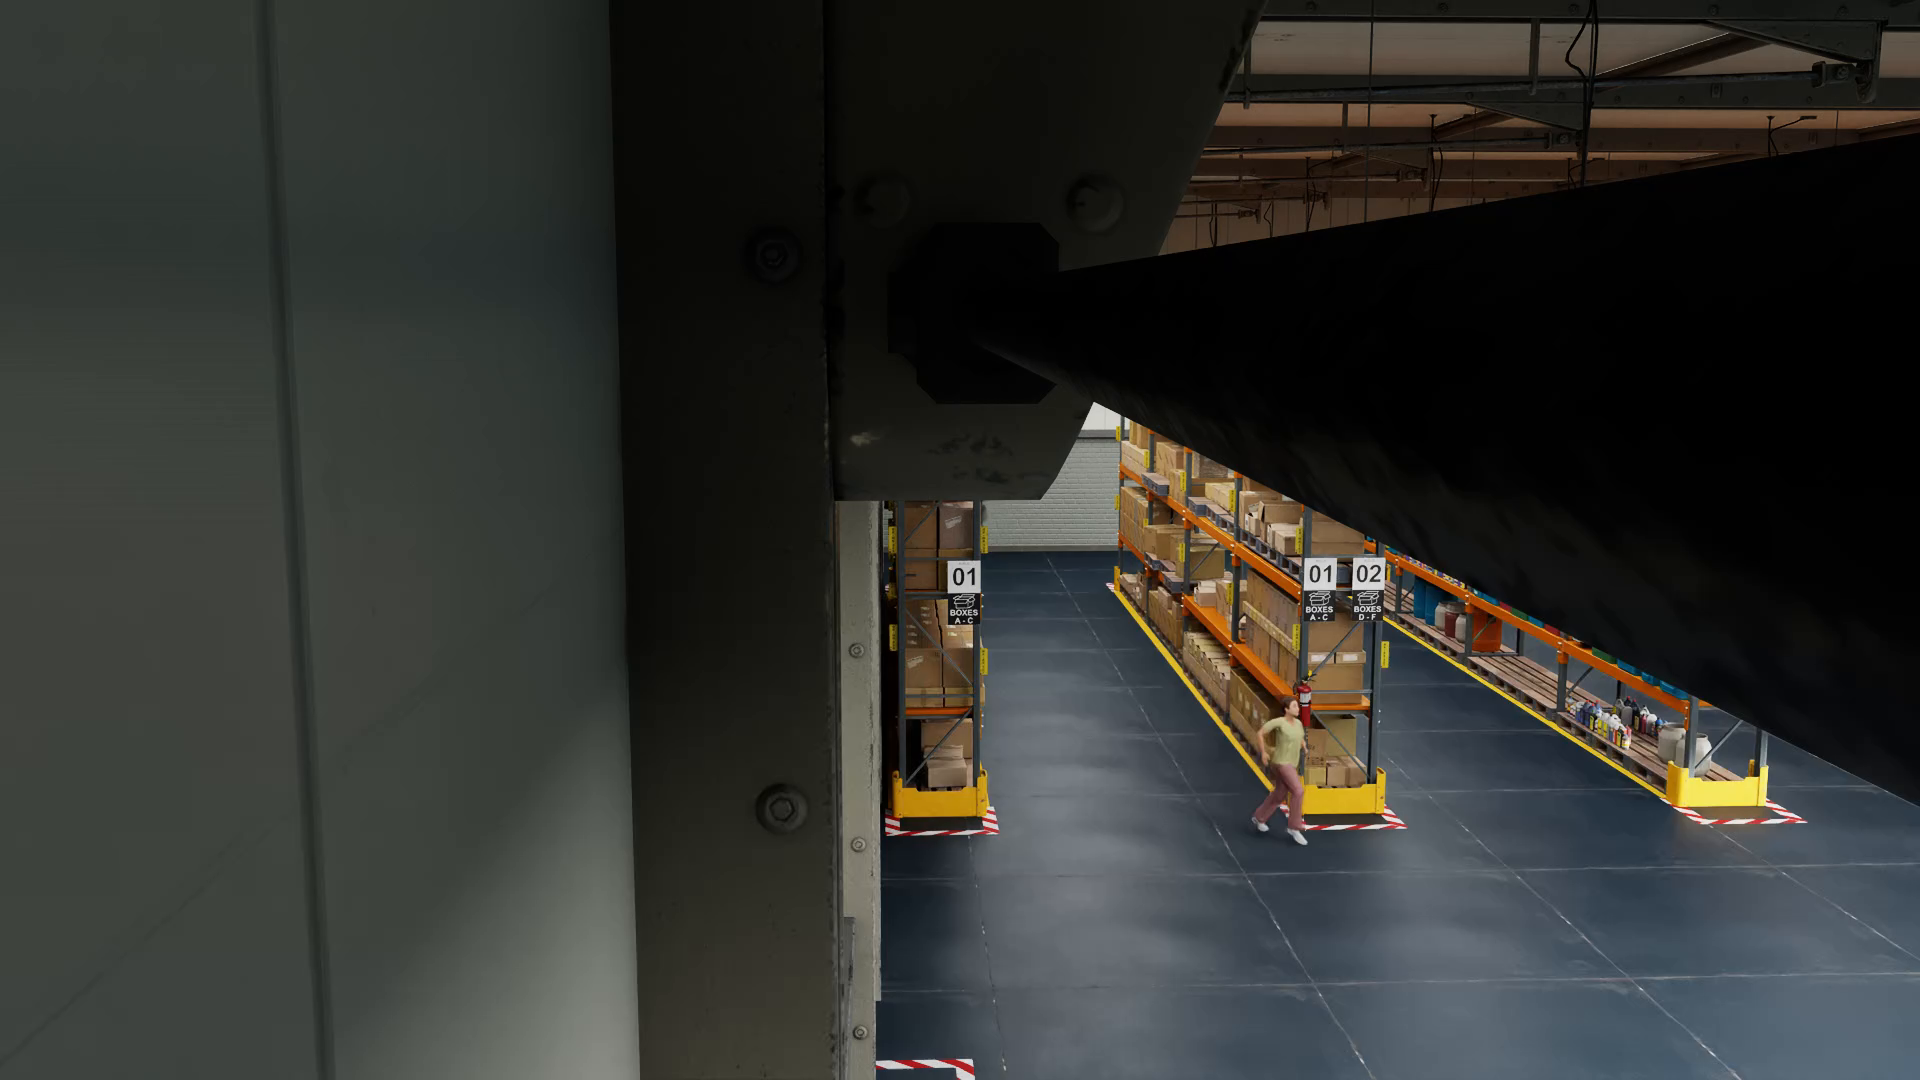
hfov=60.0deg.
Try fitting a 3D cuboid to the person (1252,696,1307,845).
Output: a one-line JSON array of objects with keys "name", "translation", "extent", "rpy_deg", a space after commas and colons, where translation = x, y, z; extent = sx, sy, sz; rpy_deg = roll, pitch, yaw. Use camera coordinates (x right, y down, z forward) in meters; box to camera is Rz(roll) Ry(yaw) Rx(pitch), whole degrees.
[{"name": "person", "translation": [3.900, 2.689, 19.702], "extent": [0.577, 1.649, 0.804], "rpy_deg": [-8, 11, -43]}]
